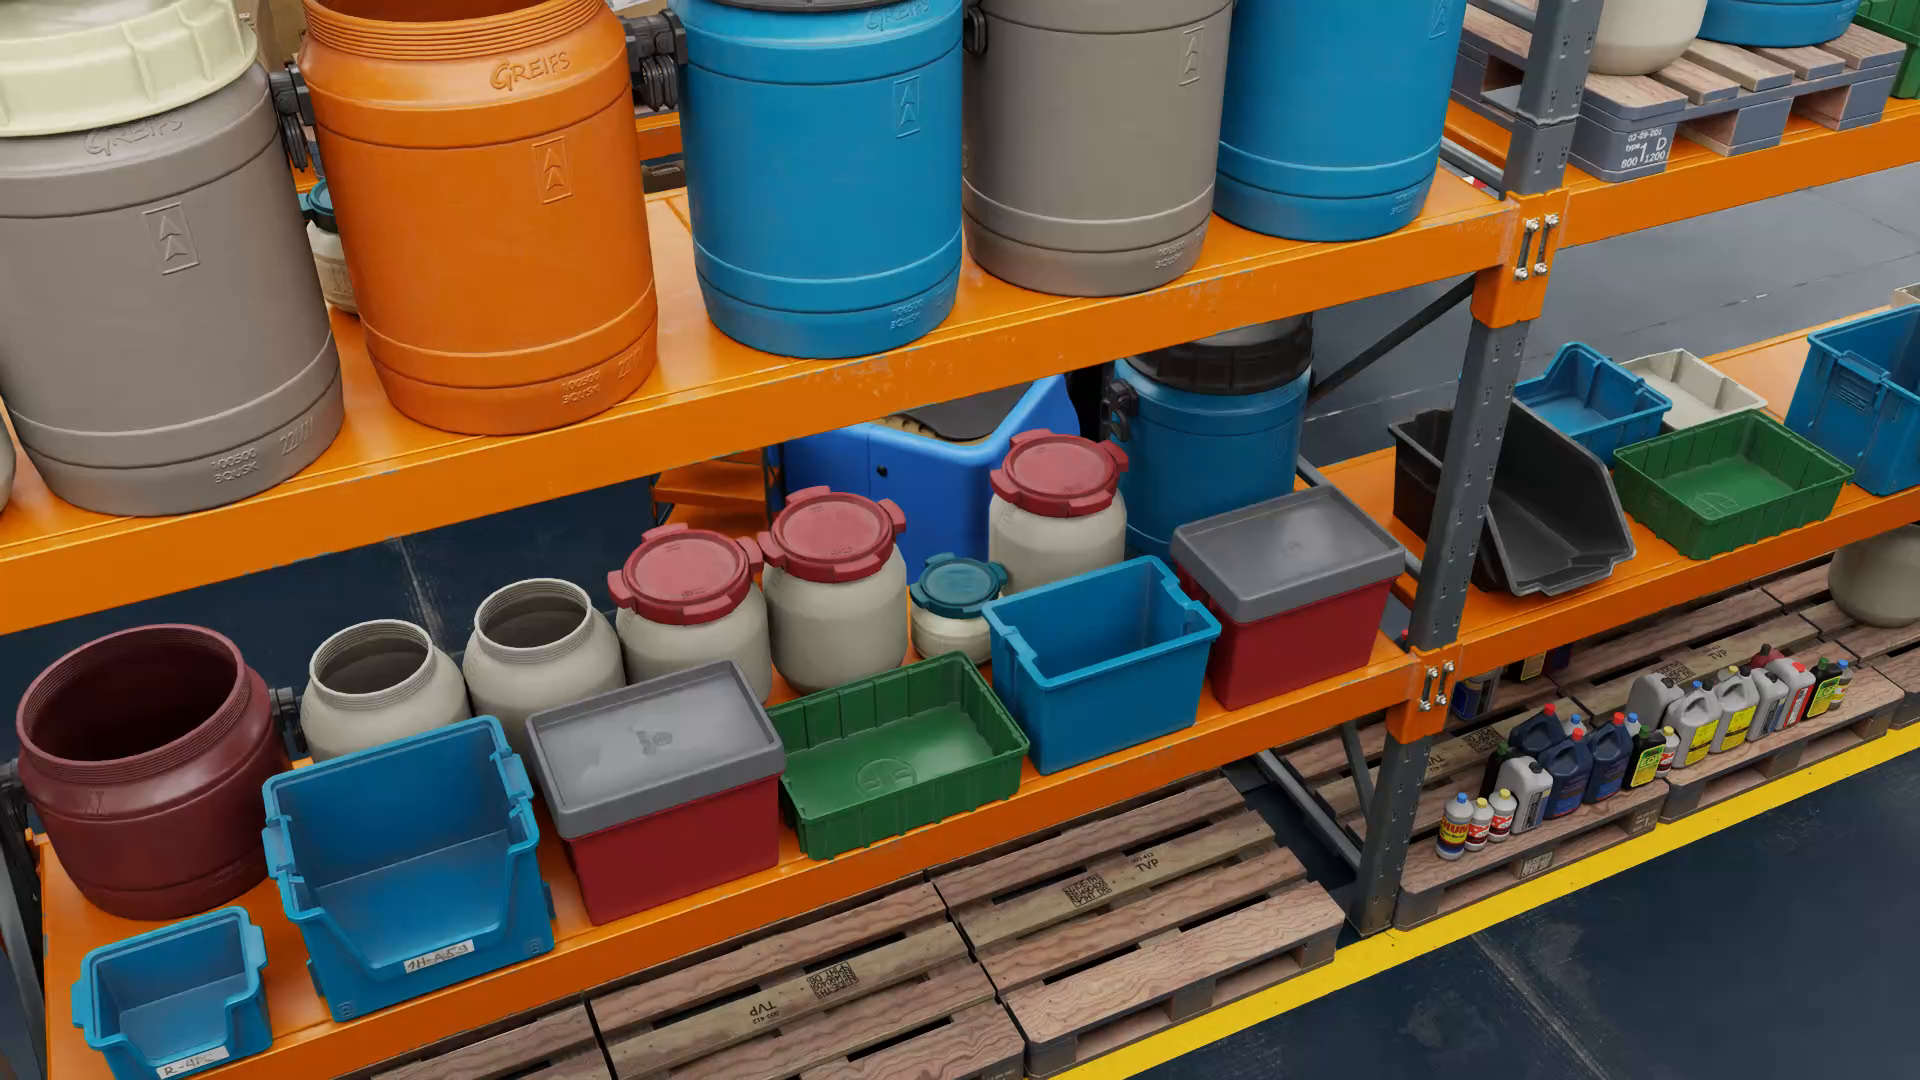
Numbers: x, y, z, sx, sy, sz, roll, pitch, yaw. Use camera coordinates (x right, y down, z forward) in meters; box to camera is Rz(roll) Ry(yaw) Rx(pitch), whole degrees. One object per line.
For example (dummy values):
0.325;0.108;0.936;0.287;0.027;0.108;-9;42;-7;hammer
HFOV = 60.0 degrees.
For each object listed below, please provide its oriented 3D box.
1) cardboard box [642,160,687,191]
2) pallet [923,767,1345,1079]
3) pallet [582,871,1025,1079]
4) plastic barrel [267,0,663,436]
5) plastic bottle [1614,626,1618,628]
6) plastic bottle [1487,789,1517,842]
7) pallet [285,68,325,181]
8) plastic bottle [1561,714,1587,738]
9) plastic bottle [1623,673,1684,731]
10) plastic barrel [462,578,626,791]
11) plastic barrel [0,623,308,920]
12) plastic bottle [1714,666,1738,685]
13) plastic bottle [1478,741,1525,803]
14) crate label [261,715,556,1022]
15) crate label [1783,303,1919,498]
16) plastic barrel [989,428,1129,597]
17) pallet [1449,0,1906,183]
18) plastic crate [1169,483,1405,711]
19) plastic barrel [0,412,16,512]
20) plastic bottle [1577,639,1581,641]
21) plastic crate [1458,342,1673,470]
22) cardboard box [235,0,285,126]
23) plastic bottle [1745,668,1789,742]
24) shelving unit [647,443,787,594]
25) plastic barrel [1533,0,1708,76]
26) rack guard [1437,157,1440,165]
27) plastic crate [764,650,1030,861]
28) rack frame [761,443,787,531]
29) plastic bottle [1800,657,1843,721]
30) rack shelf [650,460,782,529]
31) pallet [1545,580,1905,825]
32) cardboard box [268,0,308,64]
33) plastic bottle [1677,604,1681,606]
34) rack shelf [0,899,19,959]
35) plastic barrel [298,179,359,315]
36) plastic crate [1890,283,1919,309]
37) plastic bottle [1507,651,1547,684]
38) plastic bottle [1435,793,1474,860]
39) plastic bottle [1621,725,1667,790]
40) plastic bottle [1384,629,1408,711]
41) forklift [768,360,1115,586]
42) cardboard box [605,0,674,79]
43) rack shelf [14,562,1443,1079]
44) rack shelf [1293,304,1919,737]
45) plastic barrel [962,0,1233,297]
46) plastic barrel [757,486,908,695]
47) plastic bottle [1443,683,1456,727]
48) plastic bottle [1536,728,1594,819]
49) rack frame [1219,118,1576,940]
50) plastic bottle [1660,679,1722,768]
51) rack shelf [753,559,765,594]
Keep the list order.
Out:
-1.411;-1.784;9.366;0.500;0.500;0.700;-19;40;-23;cardboard box
0.564;1.256;5.879;1.213;0.211;1.003;-16;39;-20;pallet
-0.542;1.567;5.460;1.213;0.211;1.003;-16;39;-20;pallet
-0.935;-0.705;3.304;0.708;0.830;0.600;-16;39;-20;plastic barrel
2.705;0.226;6.848;0.097;0.271;0.097;0;37;0;plastic bottle
1.917;0.968;5.907;0.097;0.201;0.097;0;37;0;plastic bottle
-2.692;-2.188;8.343;1.213;0.211;1.003;-16;39;-20;pallet
2.246;0.753;6.138;0.097;0.271;0.097;0;37;0;plastic bottle
2.636;0.624;6.308;0.135;0.276;0.152;-16;39;-20;plastic bottle
-1.141;0.402;4.597;0.421;0.512;0.421;0;37;0;plastic barrel
-2.071;0.593;4.318;0.708;0.536;0.600;-16;39;-20;plastic barrel
2.968;0.574;6.438;0.097;0.201;0.097;0;37;0;plastic bottle
1.969;0.833;6.020;0.133;0.283;0.061;-16;39;-20;plastic bottle
-1.348;0.809;4.112;0.616;0.435;0.502;-16;39;-20;crate label
3.328;-0.499;5.875;0.616;0.435;0.502;-16;39;-20;crate label
0.299;-0.014;5.137;0.433;0.535;0.433;0;37;0;plastic barrel
1.870;-1.448;4.825;1.003;0.211;1.213;-16;39;-20;pallet
0.950;0.178;4.938;0.583;0.464;0.402;-16;39;-20;plastic crate
-1.951;-0.234;2.936;0.421;0.512;0.421;0;37;0;plastic barrel
2.522;0.277;6.779;0.097;0.271;0.097;0;37;0;plastic bottle
2.145;-0.450;5.964;0.616;0.251;0.499;-16;39;-20;plastic crate
-3.532;-2.305;7.903;0.500;0.500;0.700;-10;38;-13;cardboard box
3.038;0.607;6.331;0.135;0.276;0.152;-17;40;-21;plastic bottle
-0.980;-0.074;6.843;0.503;1.200;0.258;6;37;9;shelving unit
1.732;-1.505;4.297;0.421;0.512;0.421;0;37;0;plastic barrel
2.706;-2.744;11.030;0.348;0.500;1.175;-16;39;-20;rack guard
-0.198;0.595;4.608;0.662;0.188;0.450;-16;39;-20;plastic crate
-0.740;-0.047;6.807;0.015;1.200;0.240;6;37;9;rack frame
3.305;0.559;6.389;0.133;0.283;0.061;-15;39;-19;plastic bottle
-0.980;-0.200;6.750;0.480;0.148;0.258;6;37;9;rack shelf
2.990;0.578;6.794;1.213;0.211;1.003;-16;39;-20;pallet
-5.103;-4.036;12.210;0.750;0.750;1.050;-15;39;-19;cardboard box
3.012;0.168;6.985;0.097;0.201;0.097;0;37;0;plastic bottle
-4.173;1.724;3.512;4.000;0.370;1.077;-16;39;-20;rack shelf
-1.310;-0.668;3.731;0.301;0.262;0.301;0;37;0;plastic barrel
3.933;-0.937;6.717;0.250;0.136;0.298;-16;39;-20;plastic crate
2.252;0.431;6.562;0.133;0.283;0.061;-16;39;-20;plastic bottle
1.733;0.991;5.817;0.097;0.271;0.097;0;37;0;plastic bottle
2.504;0.783;6.087;0.133;0.283;0.061;-14;39;-18;plastic bottle
1.719;0.485;6.432;0.185;0.351;0.144;-17;40;-21;plastic bottle
0.269;-1.554;7.384;1.130;2.935;3.031;15;39;20;forklift
-1.625;-3.039;8.473;1.000;1.000;1.000;-15;39;-20;cardboard box
-0.552;0.712;4.877;4.000;0.370;1.077;-16;39;-20;rack shelf
3.069;-0.301;6.242;4.000;0.370;1.077;-16;39;-20;rack shelf
0.298;-1.078;3.747;0.600;0.901;0.600;0;37;0;plastic barrel
-0.365;0.171;4.887;0.433;0.535;0.433;0;37;0;plastic barrel
1.780;0.563;6.327;0.185;0.351;0.144;-16;39;-20;plastic bottle
2.166;0.823;5.977;0.185;0.351;0.144;-15;39;-19;plastic bottle
1.259;-0.084;5.345;0.127;3.000;1.000;-16;39;-20;rack frame
2.721;0.668;6.186;0.185;0.351;0.144;-16;39;-20;plastic bottle
-0.980;0.139;7.002;0.480;0.148;0.258;6;37;9;rack shelf
